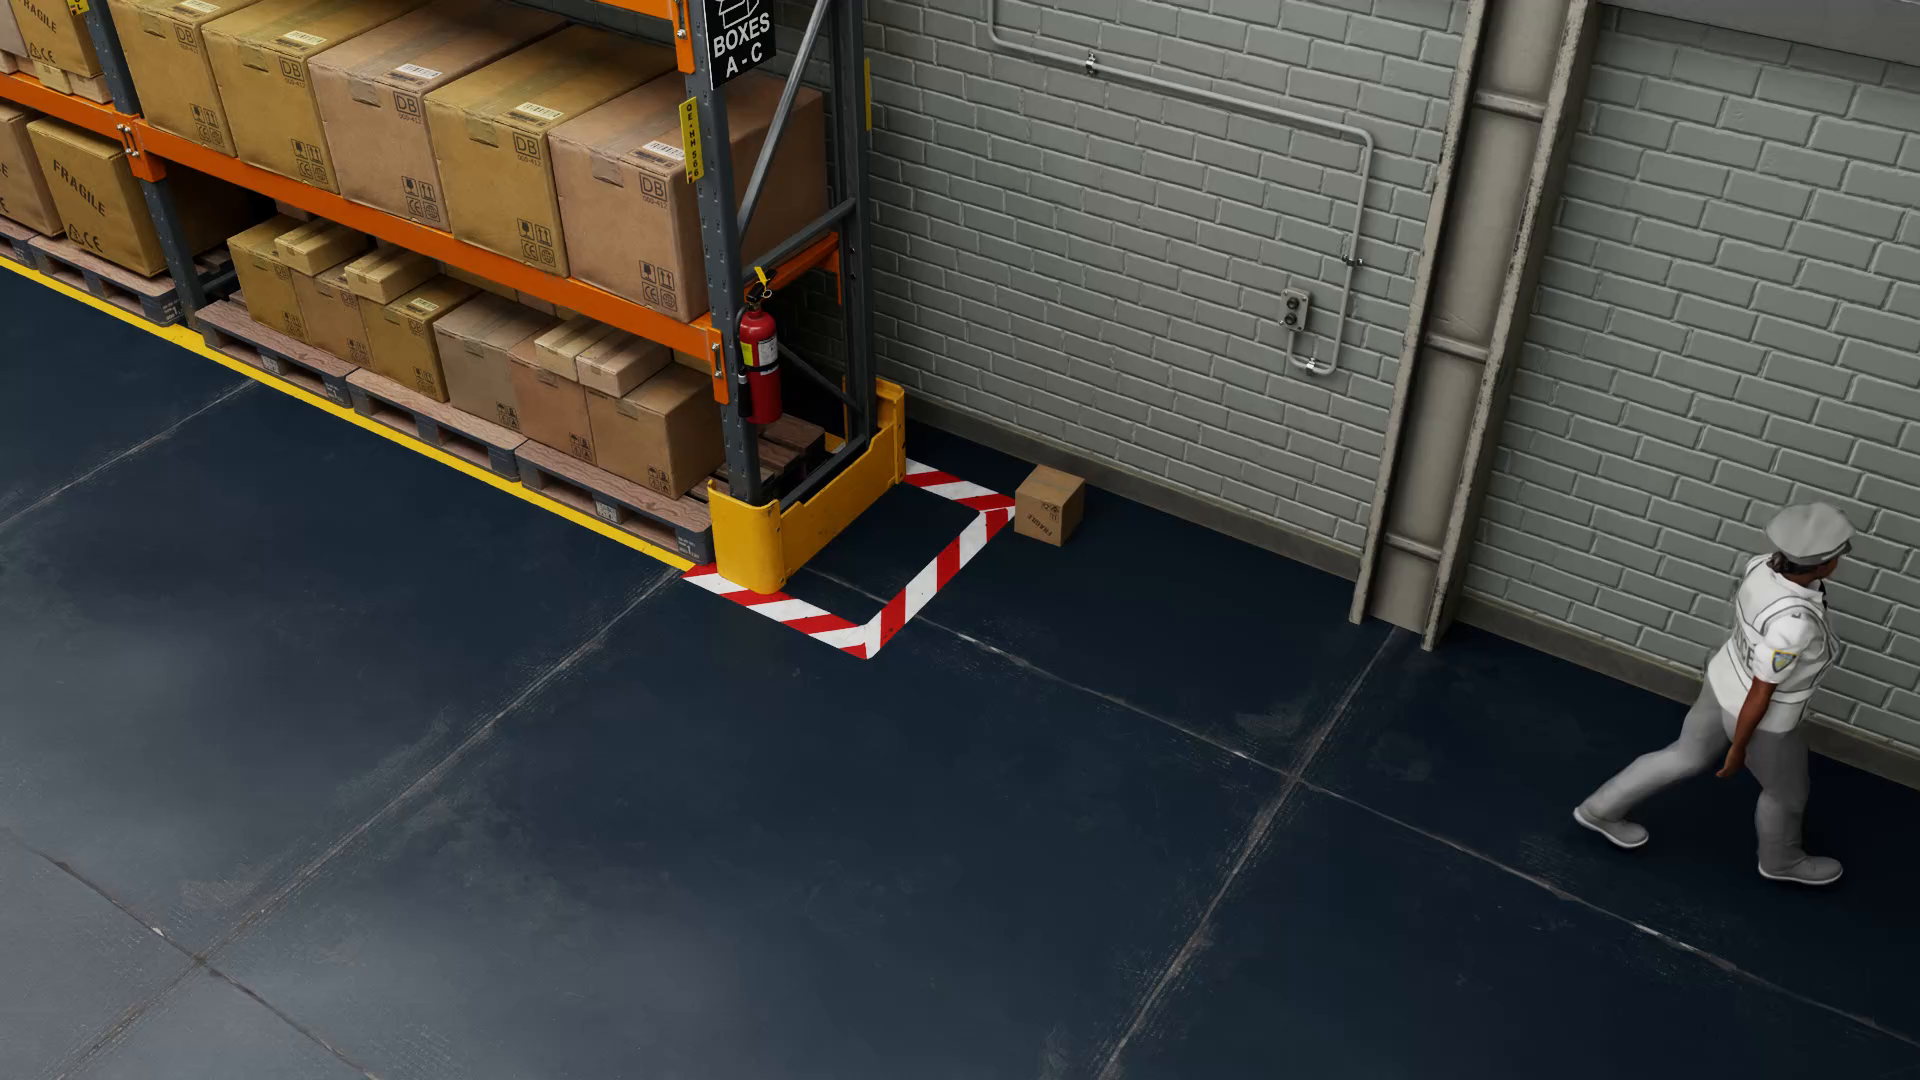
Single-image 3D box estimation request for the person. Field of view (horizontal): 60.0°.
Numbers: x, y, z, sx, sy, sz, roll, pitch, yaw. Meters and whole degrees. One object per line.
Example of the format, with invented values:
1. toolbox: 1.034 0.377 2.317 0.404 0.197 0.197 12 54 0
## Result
1. person: 2.858 0.334 5.774 0.342 0.994 0.489 3 39 3
